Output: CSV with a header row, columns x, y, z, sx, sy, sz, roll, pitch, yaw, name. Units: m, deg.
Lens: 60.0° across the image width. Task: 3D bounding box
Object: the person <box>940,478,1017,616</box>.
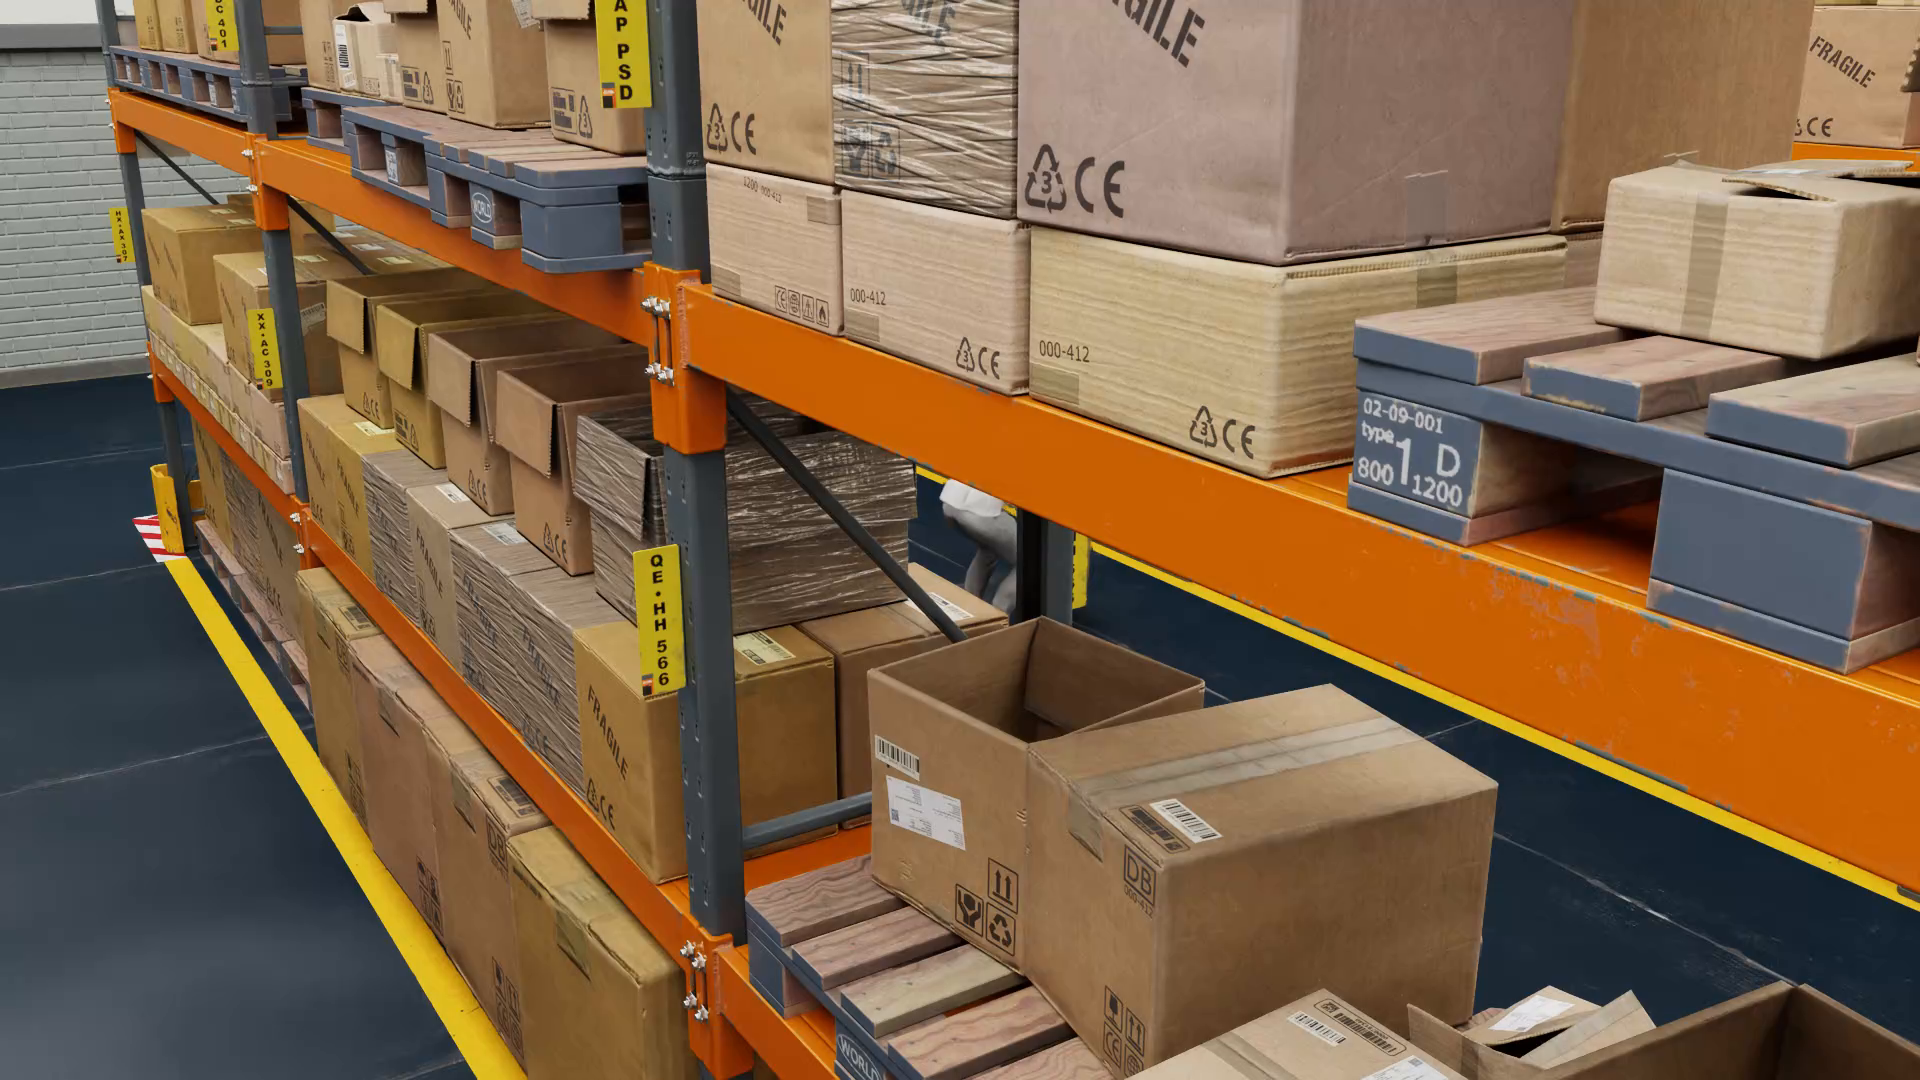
x,y,z,sx,sy,sz,roll,pitch,yaw,name
0.316,-0.031,9.084,0.920,1.085,0.451,-13,22,-34,person
